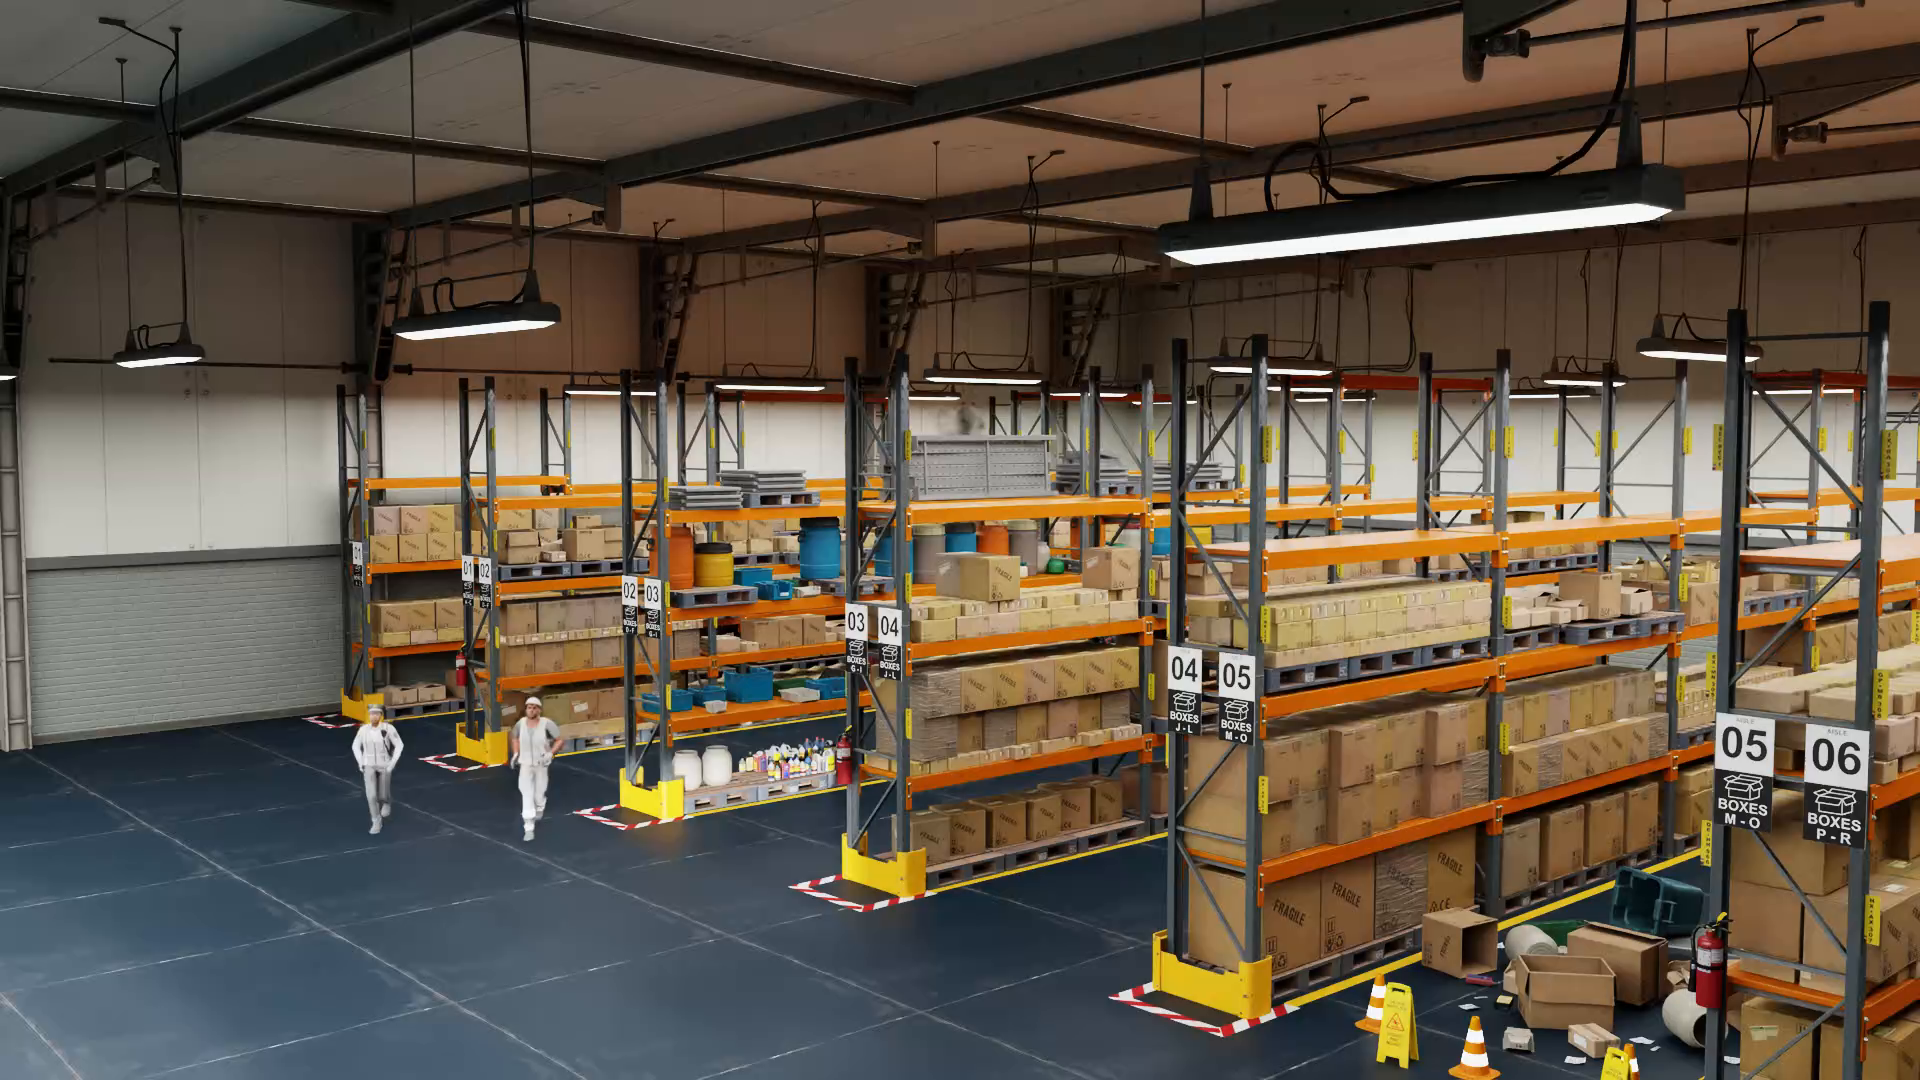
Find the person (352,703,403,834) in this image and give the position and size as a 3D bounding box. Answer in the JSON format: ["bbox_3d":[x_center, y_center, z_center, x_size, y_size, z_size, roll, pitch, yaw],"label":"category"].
[{"bbox_3d":[-7.562,2.926,21.609,0.642,1.668,0.659,-1,4,-13],"label":"person"}]

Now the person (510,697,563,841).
[{"bbox_3d":[-5.388,2.866,21.166,0.657,1.769,0.939,0,4,-4],"label":"person"}]
